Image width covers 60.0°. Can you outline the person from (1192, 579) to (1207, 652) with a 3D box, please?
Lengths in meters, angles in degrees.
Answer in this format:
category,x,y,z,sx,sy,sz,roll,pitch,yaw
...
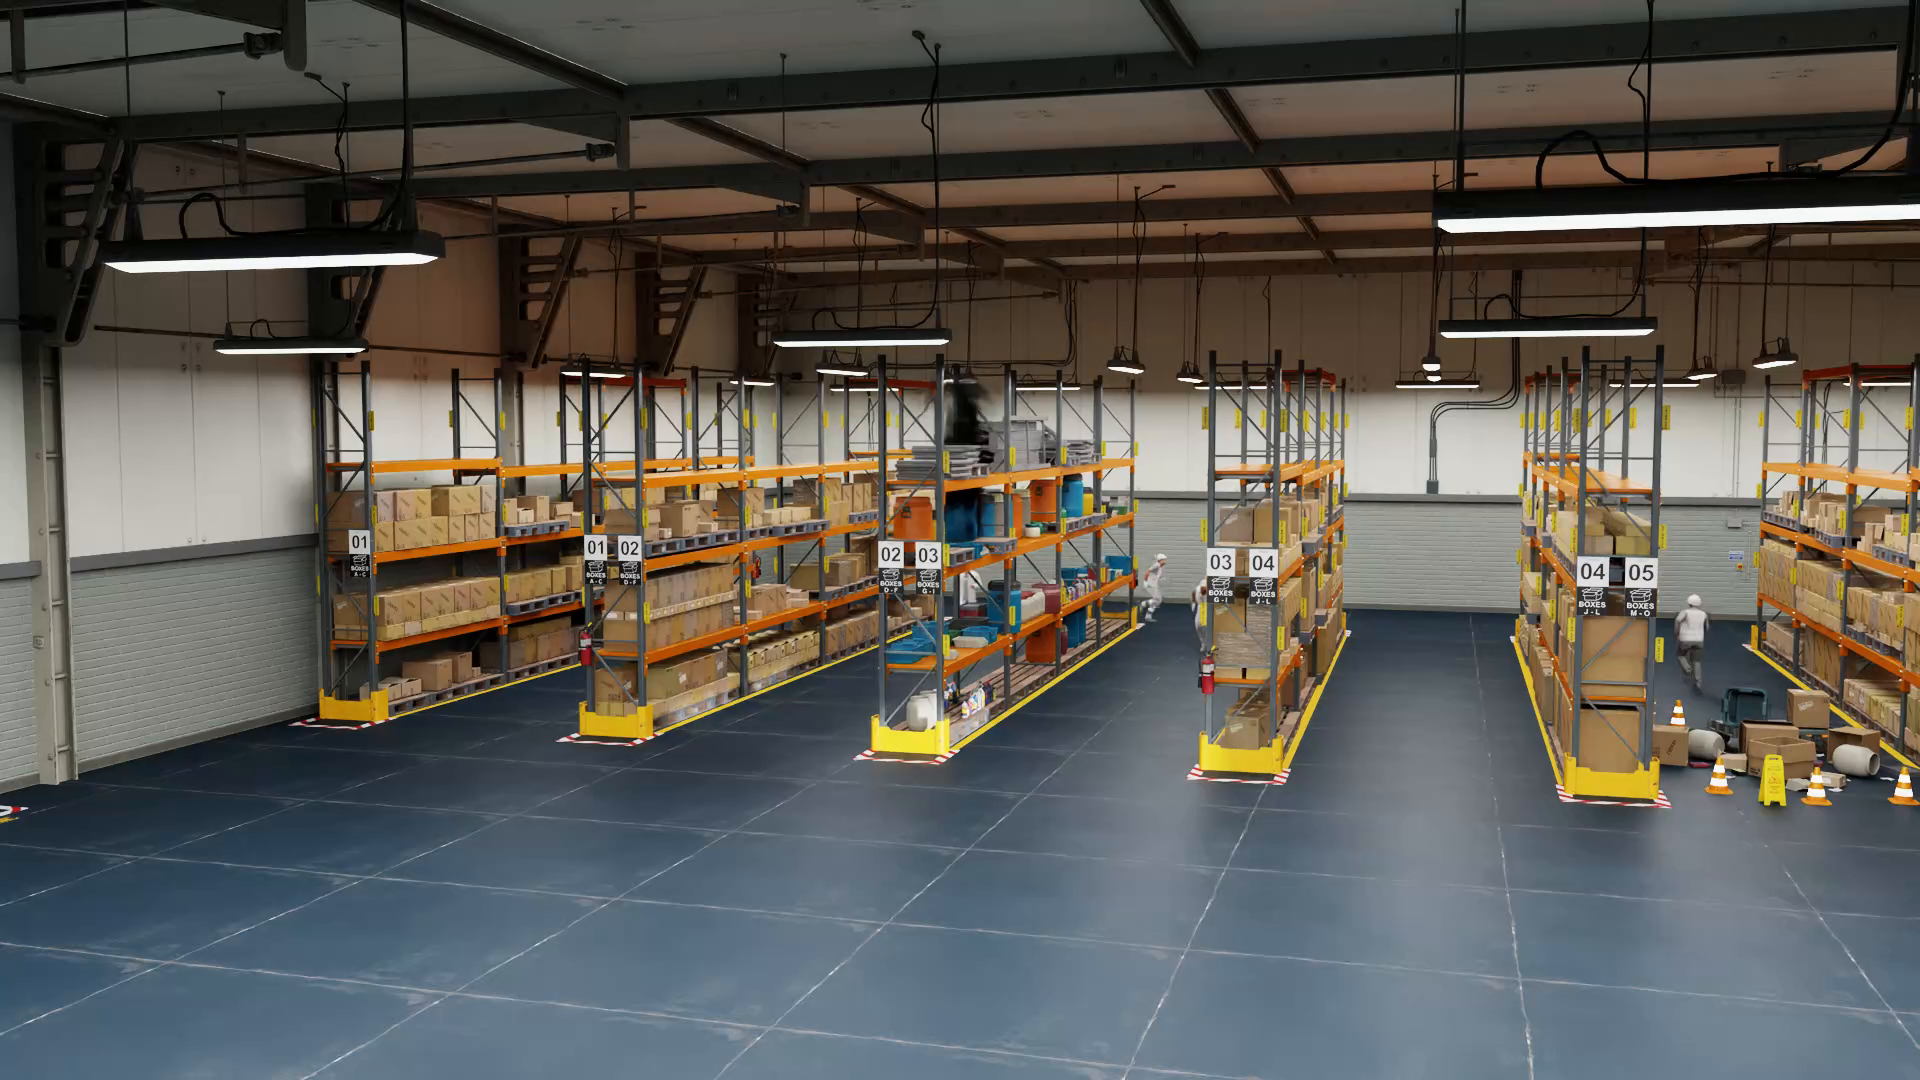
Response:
category,x,y,z,sx,sy,sz,roll,pitch,yaw
person,5.424,1.617,36.443,0.696,1.601,1.128,2,4,22

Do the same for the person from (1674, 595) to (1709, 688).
category,x,y,z,sx,sy,sz,roll,pitch,yaw
person,13.760,1.889,31.344,0.675,1.727,0.764,1,4,8

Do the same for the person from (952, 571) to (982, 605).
category,x,y,z,sx,sy,sz,roll,pitch,yaw
person,0.155,1.370,38.262,0.698,1.817,1.006,0,4,4

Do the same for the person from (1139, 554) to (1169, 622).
category,x,y,z,sx,sy,sz,roll,pitch,yaw
person,4.852,1.194,41.561,0.746,1.707,0.652,1,4,11
